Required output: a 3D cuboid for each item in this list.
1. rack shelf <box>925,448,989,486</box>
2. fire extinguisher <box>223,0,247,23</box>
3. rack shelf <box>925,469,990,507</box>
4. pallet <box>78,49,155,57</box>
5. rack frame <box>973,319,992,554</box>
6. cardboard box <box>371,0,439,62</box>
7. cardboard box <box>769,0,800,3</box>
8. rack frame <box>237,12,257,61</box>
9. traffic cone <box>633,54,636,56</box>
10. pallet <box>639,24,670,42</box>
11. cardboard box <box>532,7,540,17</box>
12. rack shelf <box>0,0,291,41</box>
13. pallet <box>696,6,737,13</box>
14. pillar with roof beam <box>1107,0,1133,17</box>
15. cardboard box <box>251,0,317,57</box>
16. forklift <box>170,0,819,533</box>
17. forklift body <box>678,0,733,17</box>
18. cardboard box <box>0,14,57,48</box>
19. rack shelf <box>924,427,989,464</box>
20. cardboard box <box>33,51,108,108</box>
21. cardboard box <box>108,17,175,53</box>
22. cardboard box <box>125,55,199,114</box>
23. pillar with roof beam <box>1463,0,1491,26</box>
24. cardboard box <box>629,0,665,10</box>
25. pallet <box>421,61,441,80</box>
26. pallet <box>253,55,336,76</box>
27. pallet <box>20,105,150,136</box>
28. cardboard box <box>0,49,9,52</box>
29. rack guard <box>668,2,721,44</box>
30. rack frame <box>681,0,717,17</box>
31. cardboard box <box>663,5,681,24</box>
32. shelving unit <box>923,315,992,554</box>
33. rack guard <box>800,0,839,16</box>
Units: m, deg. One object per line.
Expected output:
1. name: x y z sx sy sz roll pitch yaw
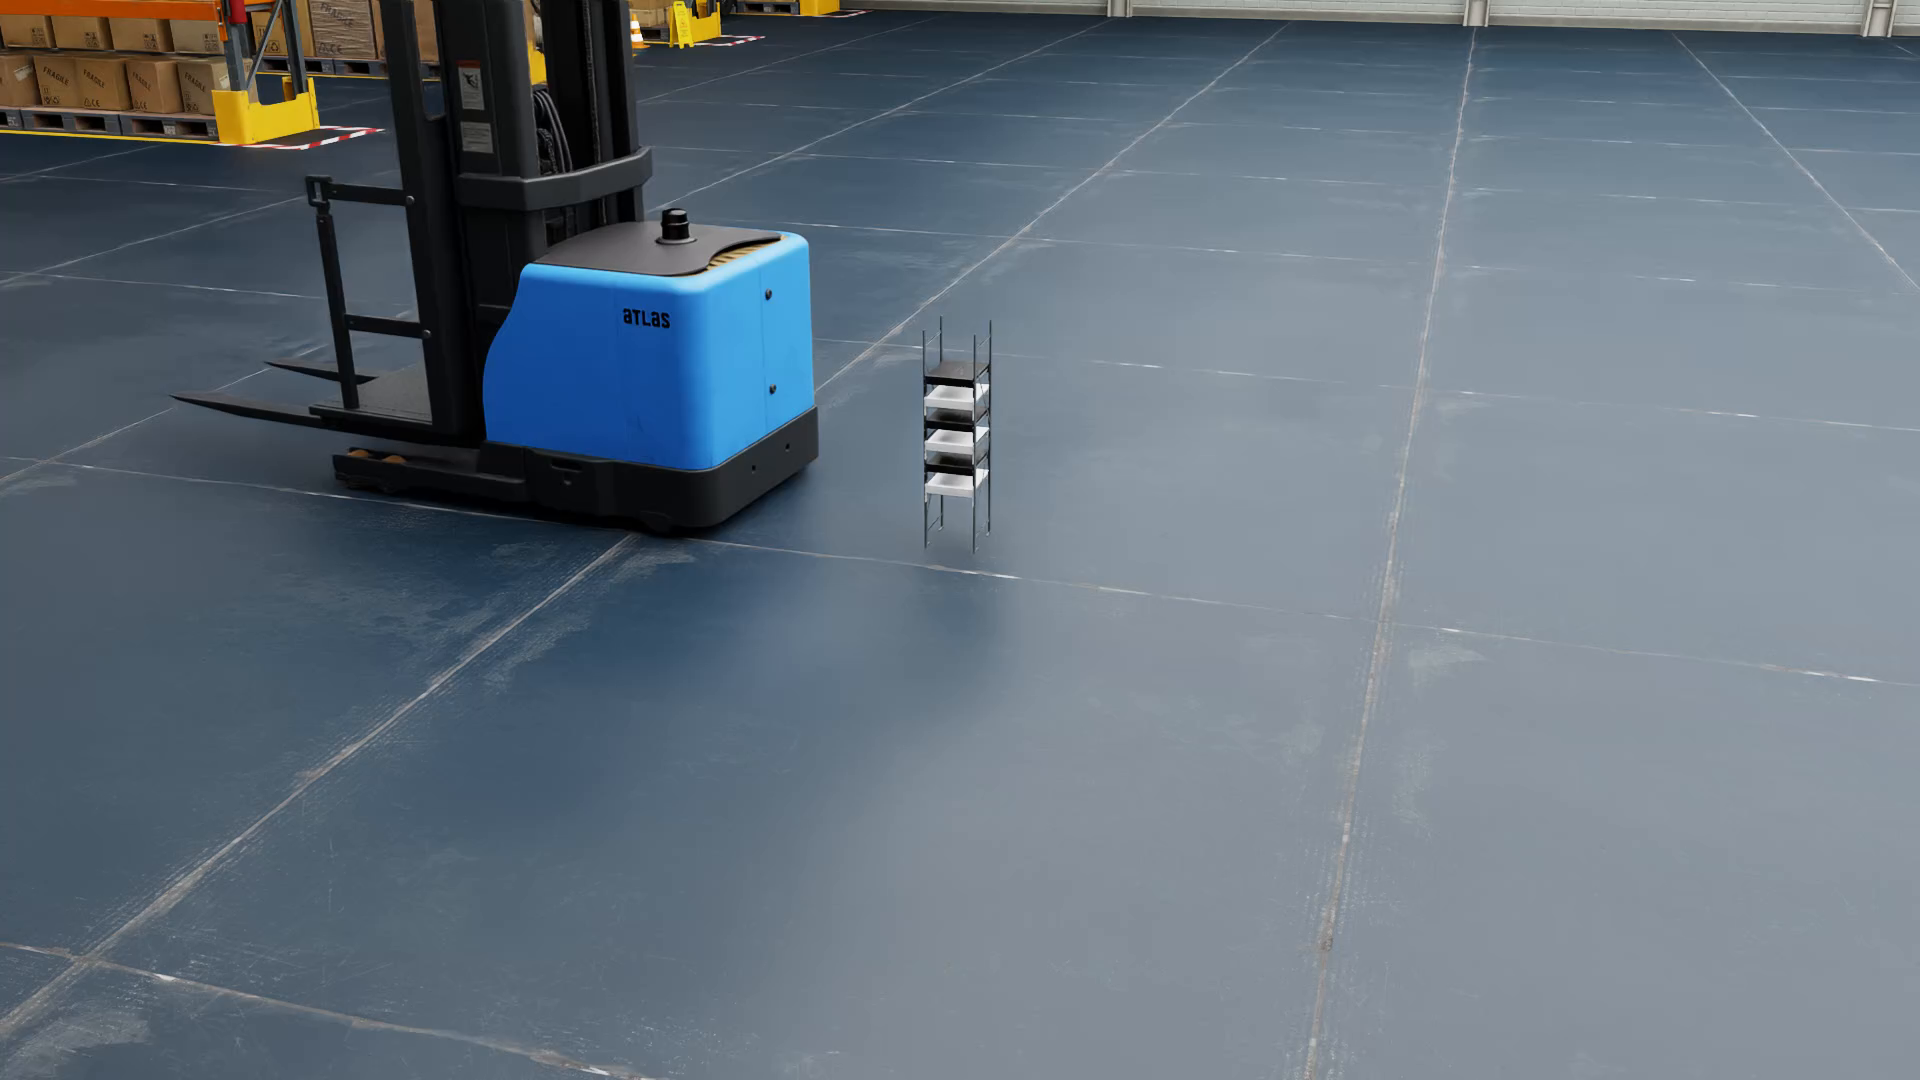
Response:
1. rack shelf: -0.008 -0.303 6.648 0.200 0.077 0.258 7 23 16
2. fire extinguisher: -6.847 -5.217 15.638 0.183 0.674 0.296 7 23 16
3. rack shelf: -0.008 -0.220 6.682 0.200 0.077 0.258 7 23 16
4. pallet: -11.056 -6.563 22.491 1.213 0.211 1.003 7 23 16
5. rack frame: 0.090 -0.406 6.574 0.006 0.900 0.240 7 23 16
6. cardboard box: -6.806 -6.581 21.108 0.875 0.875 0.875 6 23 15
7. cardboard box: -3.072 -9.696 29.526 0.500 0.250 0.500 7 23 16
8. rack frame: -9.124 -7.662 21.498 0.127 3.000 1.000 7 23 16
9. traffic cone: -4.741 -6.998 23.220 0.334 0.463 0.336 7 23 16
10. pallet: -4.801 -7.854 25.638 1.213 0.211 1.003 7 23 16
11. cardboard box: -6.281 -8.120 25.682 0.500 0.250 0.500 6 23 15
12. rack shelf: -8.738 -5.319 16.733 4.000 0.370 1.077 7 23 16
13. pallet: -4.439 -9.750 30.262 1.213 0.211 1.003 7 23 15
14. pillar with roof beam: 1.564 -11.795 23.667 0.400 9.000 9.100 7 23 16
15. cardboard box: -8.542 -6.779 21.591 0.875 0.875 0.875 7 23 16
16. forklift: -2.204 -1.730 7.125 3.031 2.935 1.130 9 24 21
17. forklift body: -4.873 -9.990 28.290 1.214 2.155 2.313 7 23 16
18. cardboard box: -12.396 -7.155 22.671 0.750 0.750 1.050 6 23 15
19. rack shelf: -0.008 -0.386 6.614 0.200 0.077 0.258 7 23 16
20. cardboard box: -9.114 -4.751 17.141 0.500 0.500 0.500 4 23 11
21. cardboard box: -10.666 -6.958 22.192 0.750 0.750 1.050 7 23 15
22. cardboard box: -7.999 -4.598 16.768 0.500 0.500 0.500 13 26 29
23. pillar with roof beam: 7.308 -11.137 22.063 0.400 9.000 9.100 7 23 16
24. cardboard box: -4.803 -8.296 25.123 0.500 0.500 0.500 7 23 16
25. pallet: -6.082 -5.993 21.102 1.213 0.211 1.003 7 23 15
26. pallet: -8.418 -6.261 21.754 1.213 0.211 1.003 7 23 15
27. pallet: -8.828 -4.387 17.188 1.213 0.211 1.003 7 23 16
28. cardboard box: -10.282 -4.851 17.384 0.500 0.500 0.500 6 23 14
29. rack guard: -4.034 -7.885 25.335 0.348 0.500 1.175 7 23 16
30. rack frame: -3.961 -9.034 24.840 0.127 3.000 1.000 7 23 16
31. cardboard box: -4.654 -8.145 25.743 0.500 0.250 0.500 6 23 15
32. shelving unit: -0.008 -0.417 6.601 0.210 0.900 0.258 7 23 16
33. rack guard: -2.508 -9.678 29.706 0.348 0.500 1.175 7 23 16
